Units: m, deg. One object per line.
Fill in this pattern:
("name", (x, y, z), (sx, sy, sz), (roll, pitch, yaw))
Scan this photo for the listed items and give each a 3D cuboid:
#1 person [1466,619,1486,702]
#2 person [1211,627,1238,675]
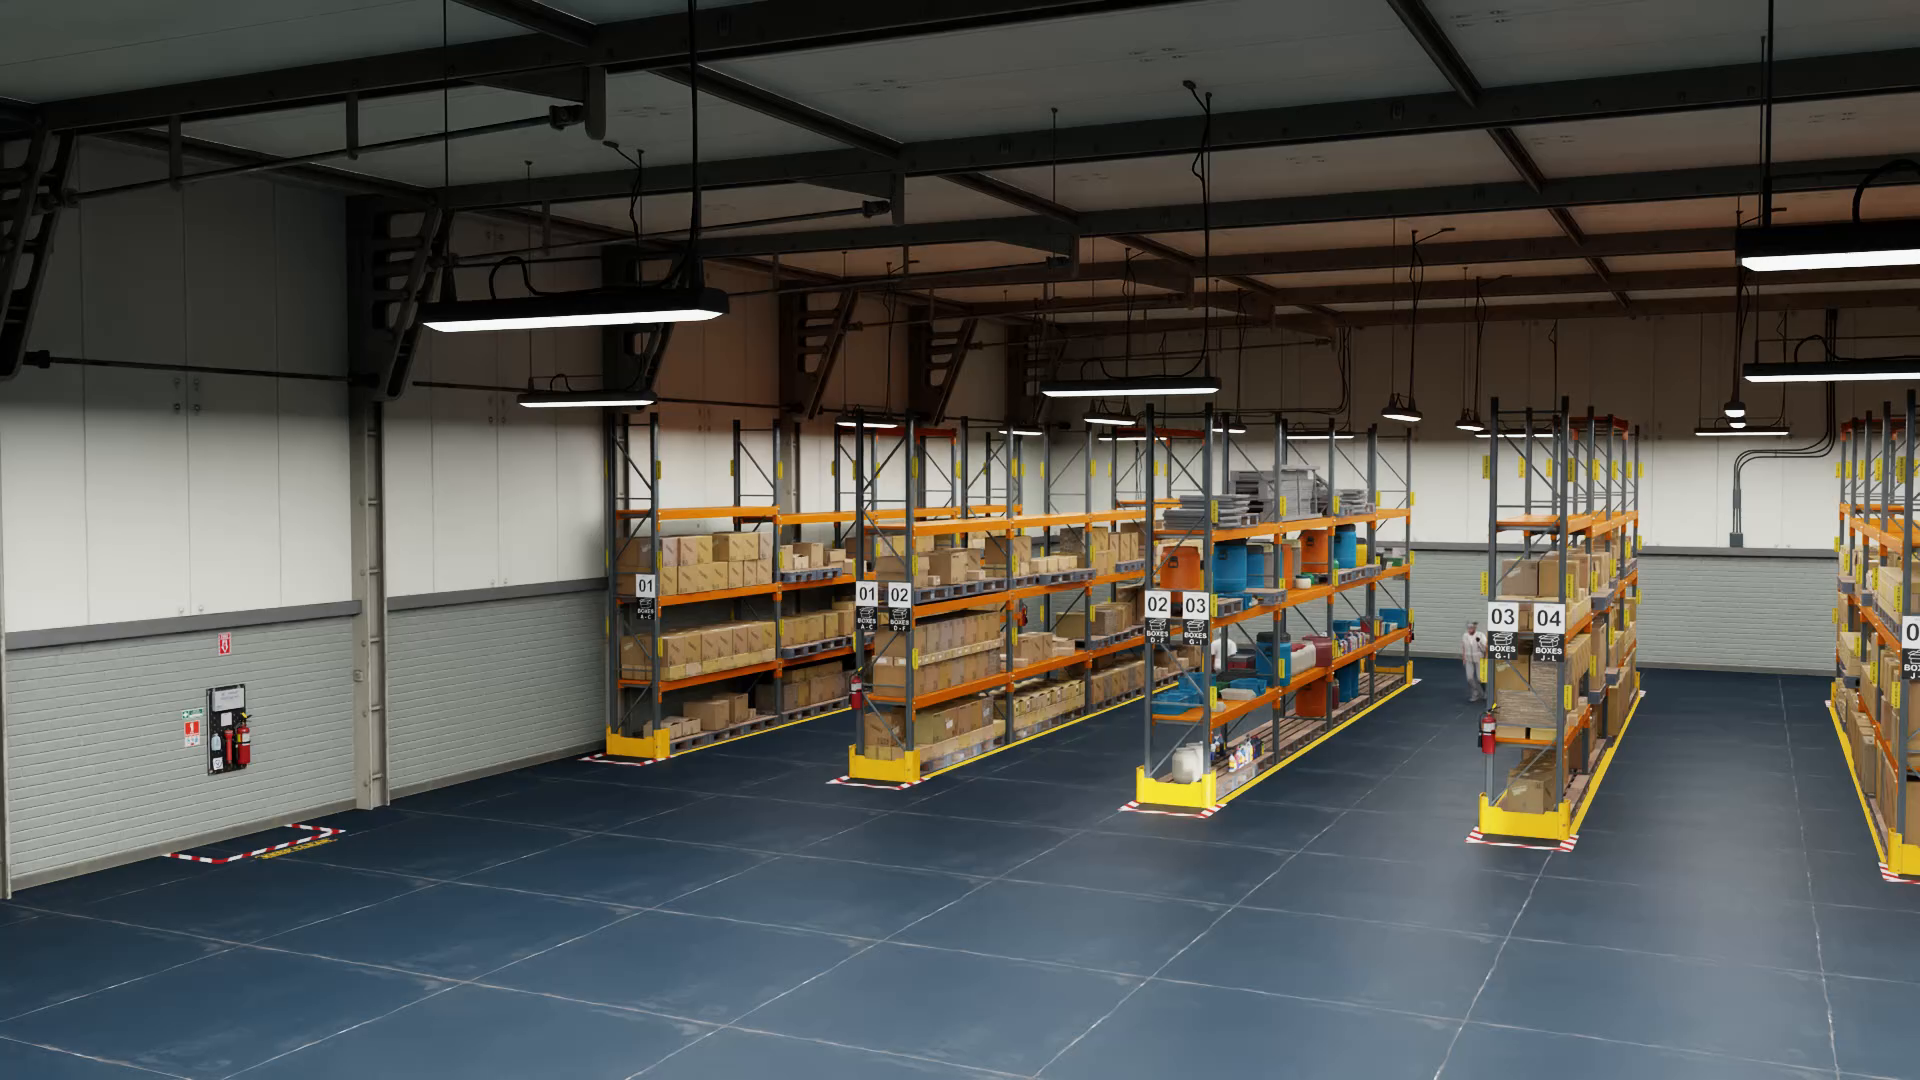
("person", (11.195, 2.600, 36.137), (0.480, 1.781, 0.538), (-1, 3, -17))
("person", (5.490, 2.679, 34.557), (0.612, 1.780, 0.494), (-1, 2, -16))
